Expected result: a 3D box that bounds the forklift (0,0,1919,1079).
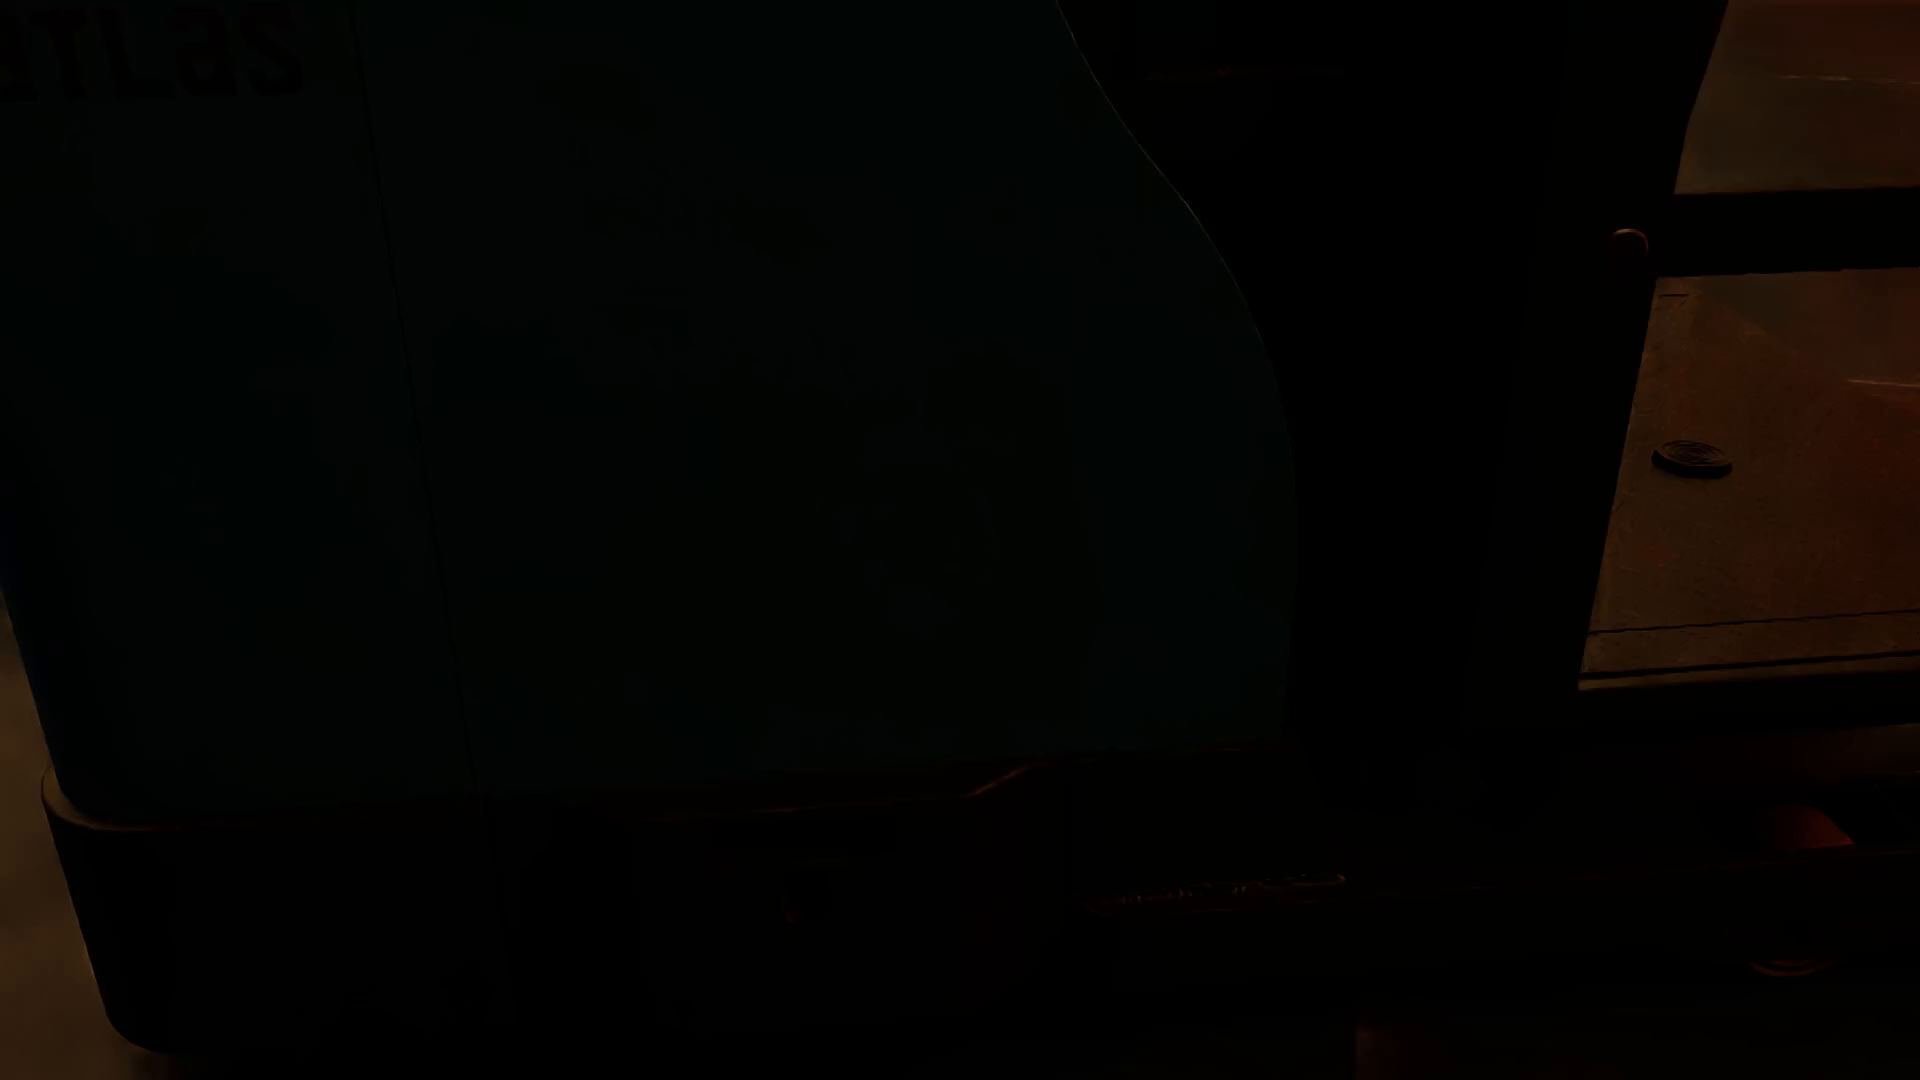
[{"bbox_3d":[0.666,-1.111,1.449,3.031,2.935,1.130,-3,27,-7],"label":"forklift"}]
